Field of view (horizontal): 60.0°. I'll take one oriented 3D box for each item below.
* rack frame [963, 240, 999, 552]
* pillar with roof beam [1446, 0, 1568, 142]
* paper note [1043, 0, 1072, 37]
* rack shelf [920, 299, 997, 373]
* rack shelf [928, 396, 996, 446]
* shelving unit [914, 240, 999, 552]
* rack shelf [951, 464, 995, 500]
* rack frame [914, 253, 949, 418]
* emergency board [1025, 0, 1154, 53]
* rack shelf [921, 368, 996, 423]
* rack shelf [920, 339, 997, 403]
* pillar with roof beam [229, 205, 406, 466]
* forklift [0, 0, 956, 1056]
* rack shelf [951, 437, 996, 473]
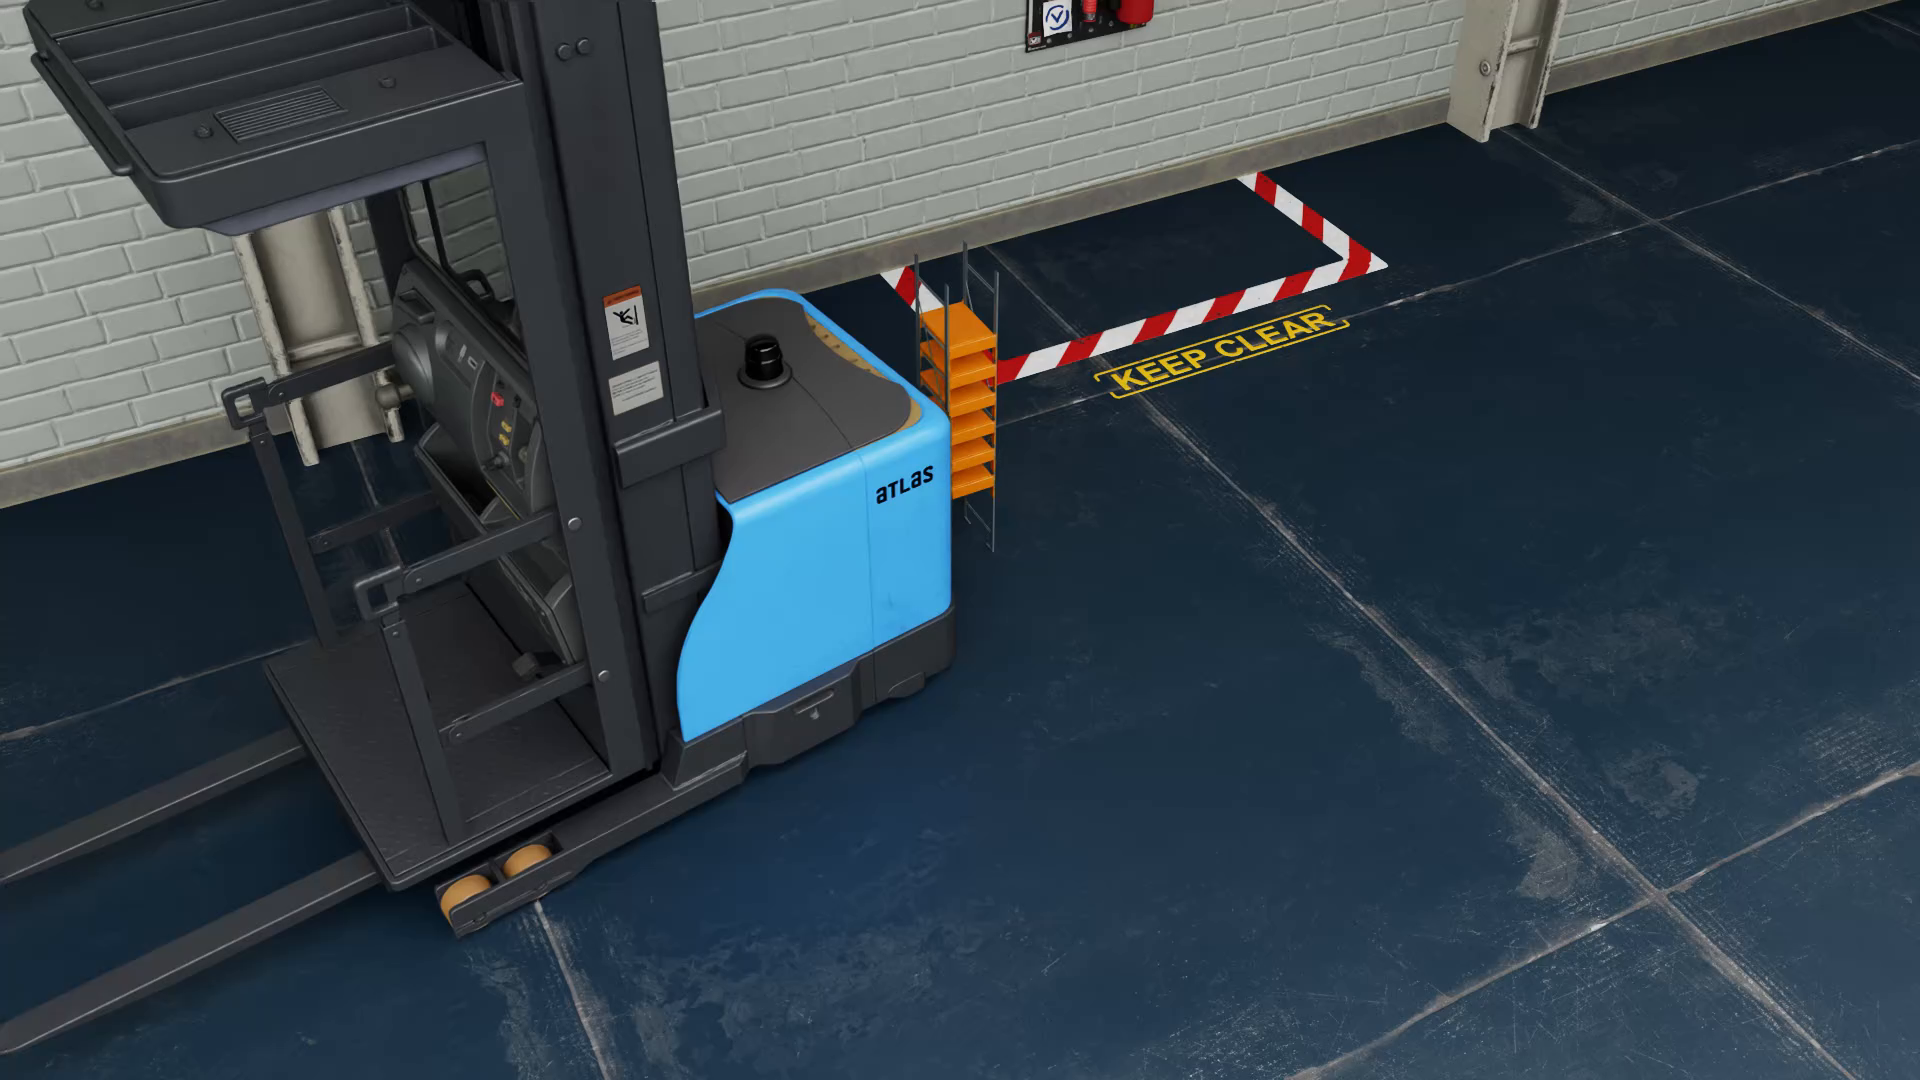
[{"bbox_3d":[0.068,-0.481,5.890,0.006,1.200,0.240,-19,44,-21],"label":"rack frame"},{"bbox_3d":[4.819,-3.196,3.061,0.400,9.000,9.100,-19,44,-21],"label":"pillar with roof beam"},{"bbox_3d":[0.432,-2.308,7.337,0.142,0.148,0.016,-19,44,-21],"label":"paper note"},{"bbox_3d":[-0.013,-0.694,5.653,0.180,0.103,0.258,-19,44,-21],"label":"rack shelf"},{"bbox_3d":[-0.013,-0.420,5.886,0.180,0.103,0.258,-19,44,-21],"label":"rack shelf"},{"bbox_3d":[-0.013,-0.454,5.857,0.189,1.200,0.258,-19,44,-21],"label":"shelving unit"},{"bbox_3d":[-0.013,-0.237,6.041,0.180,0.103,0.258,-19,44,-21],"label":"rack shelf"},{"bbox_3d":[-0.094,-0.426,5.825,0.006,1.200,0.240,-19,44,-21],"label":"rack frame"},{"bbox_3d":[0.621,-2.658,7.068,0.643,1.169,0.194,-19,44,-21],"label":"emergency board"},{"bbox_3d":[-0.013,-0.511,5.808,0.180,0.103,0.258,-19,44,-21],"label":"rack shelf"},{"bbox_3d":[-0.013,-0.603,5.731,0.180,0.103,0.258,-19,44,-21],"label":"rack shelf"},{"bbox_3d":[-0.502,-1.405,0.945,0.400,9.000,9.100,-19,44,-21],"label":"pillar with roof beam"},{"bbox_3d":[-1.502,-0.359,4.405,3.031,2.935,1.130,-25,46,-27],"label":"forklift"},{"bbox_3d":[-0.013,-0.328,5.963,0.180,0.103,0.258,-19,44,-21],"label":"rack shelf"}]
